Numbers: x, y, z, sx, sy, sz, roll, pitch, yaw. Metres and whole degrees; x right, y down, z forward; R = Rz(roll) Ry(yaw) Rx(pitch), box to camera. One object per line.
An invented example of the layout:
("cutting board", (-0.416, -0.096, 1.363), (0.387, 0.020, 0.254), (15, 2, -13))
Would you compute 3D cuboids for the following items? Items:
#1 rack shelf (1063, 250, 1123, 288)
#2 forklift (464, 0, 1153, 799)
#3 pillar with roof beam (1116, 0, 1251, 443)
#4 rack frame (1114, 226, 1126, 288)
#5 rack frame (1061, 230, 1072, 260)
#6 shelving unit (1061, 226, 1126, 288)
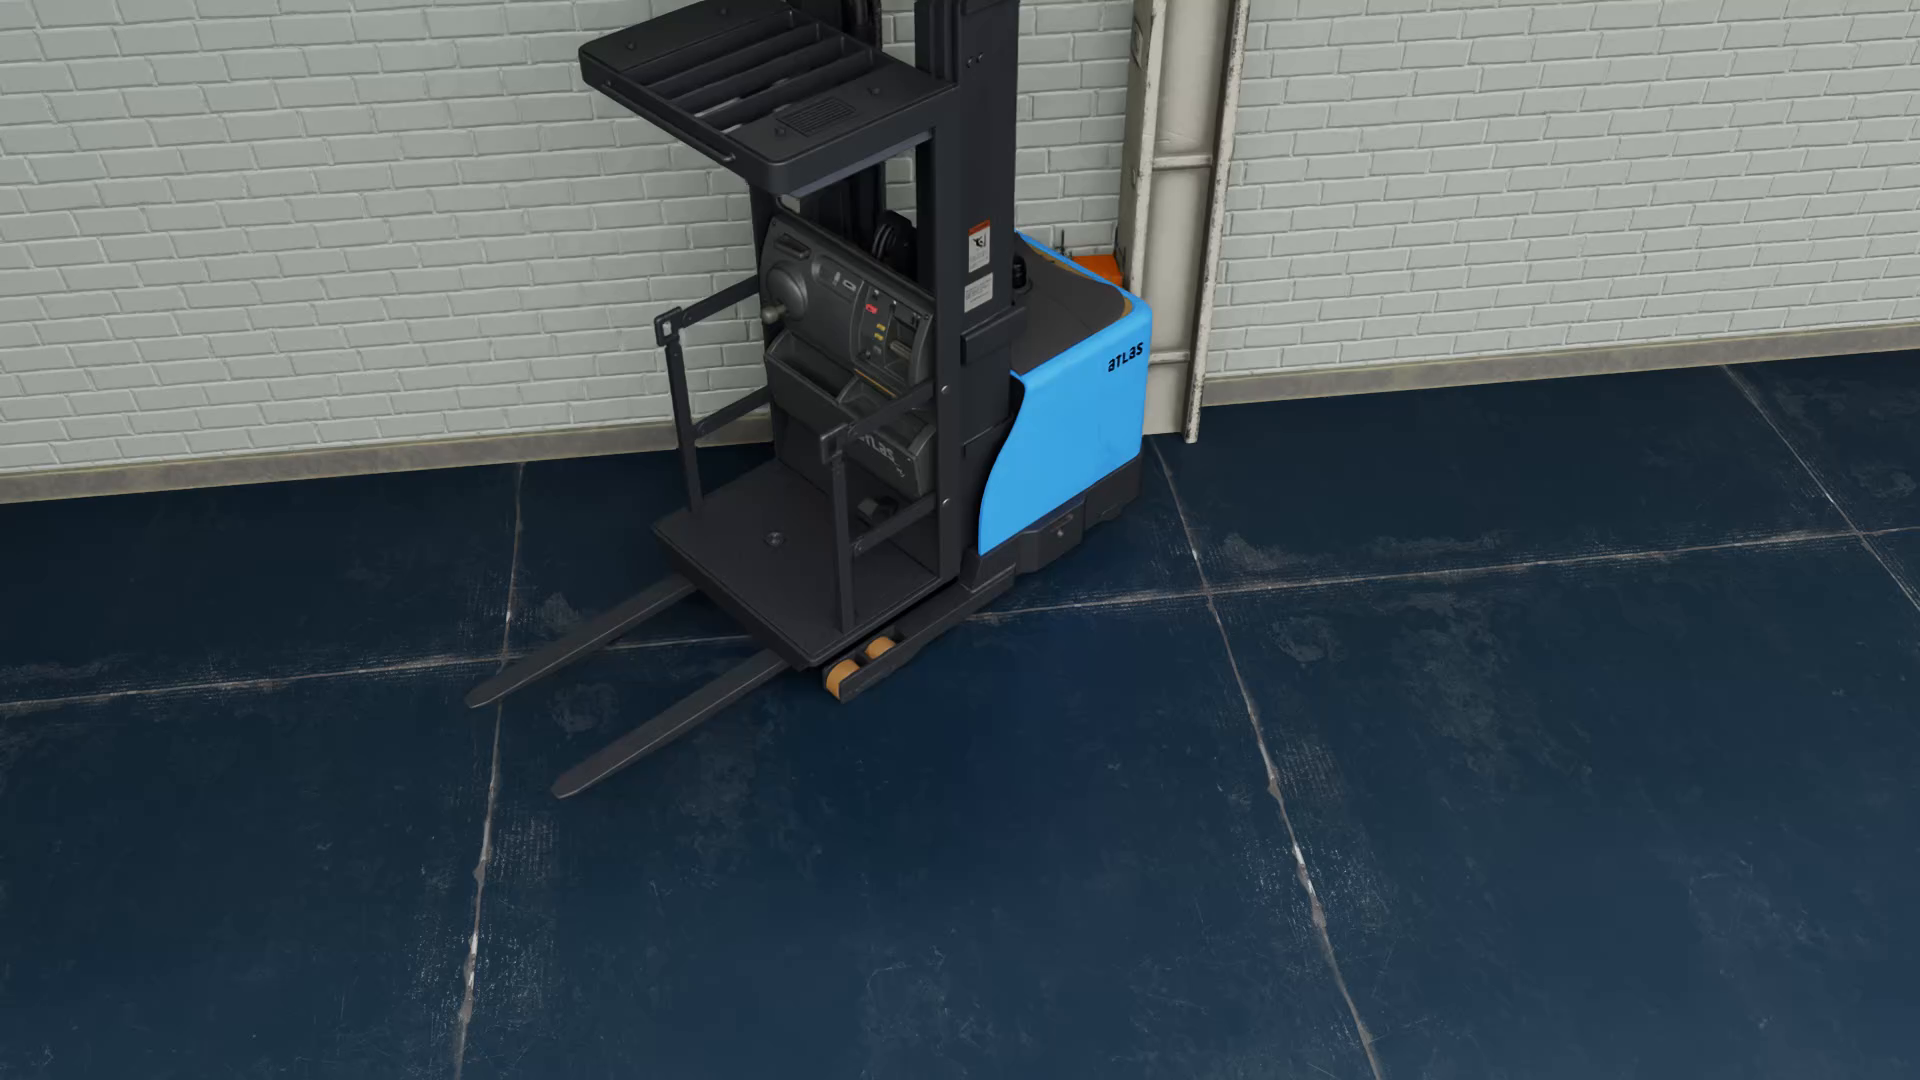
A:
("rack shelf", (0.593, -1.140, 7.534), (0.240, 0.259, 0.215), (-5, 40, -6))
("forklift", (-0.593, -0.833, 6.200), (3.031, 2.935, 1.130), (-32, 51, -31))
("pillar with roof beam", (1.482, -1.037, 1.896), (0.400, 9.000, 9.100), (-5, 42, -6))
("rack frame", (0.714, -0.938, 7.720), (0.008, 1.050, 0.200), (-5, 40, -6))
("rack frame", (0.472, -0.918, 7.694), (0.008, 1.050, 0.200), (-5, 40, -6))
("shelving unit", (0.593, -0.928, 7.707), (0.252, 1.050, 0.215), (-5, 40, -6))
